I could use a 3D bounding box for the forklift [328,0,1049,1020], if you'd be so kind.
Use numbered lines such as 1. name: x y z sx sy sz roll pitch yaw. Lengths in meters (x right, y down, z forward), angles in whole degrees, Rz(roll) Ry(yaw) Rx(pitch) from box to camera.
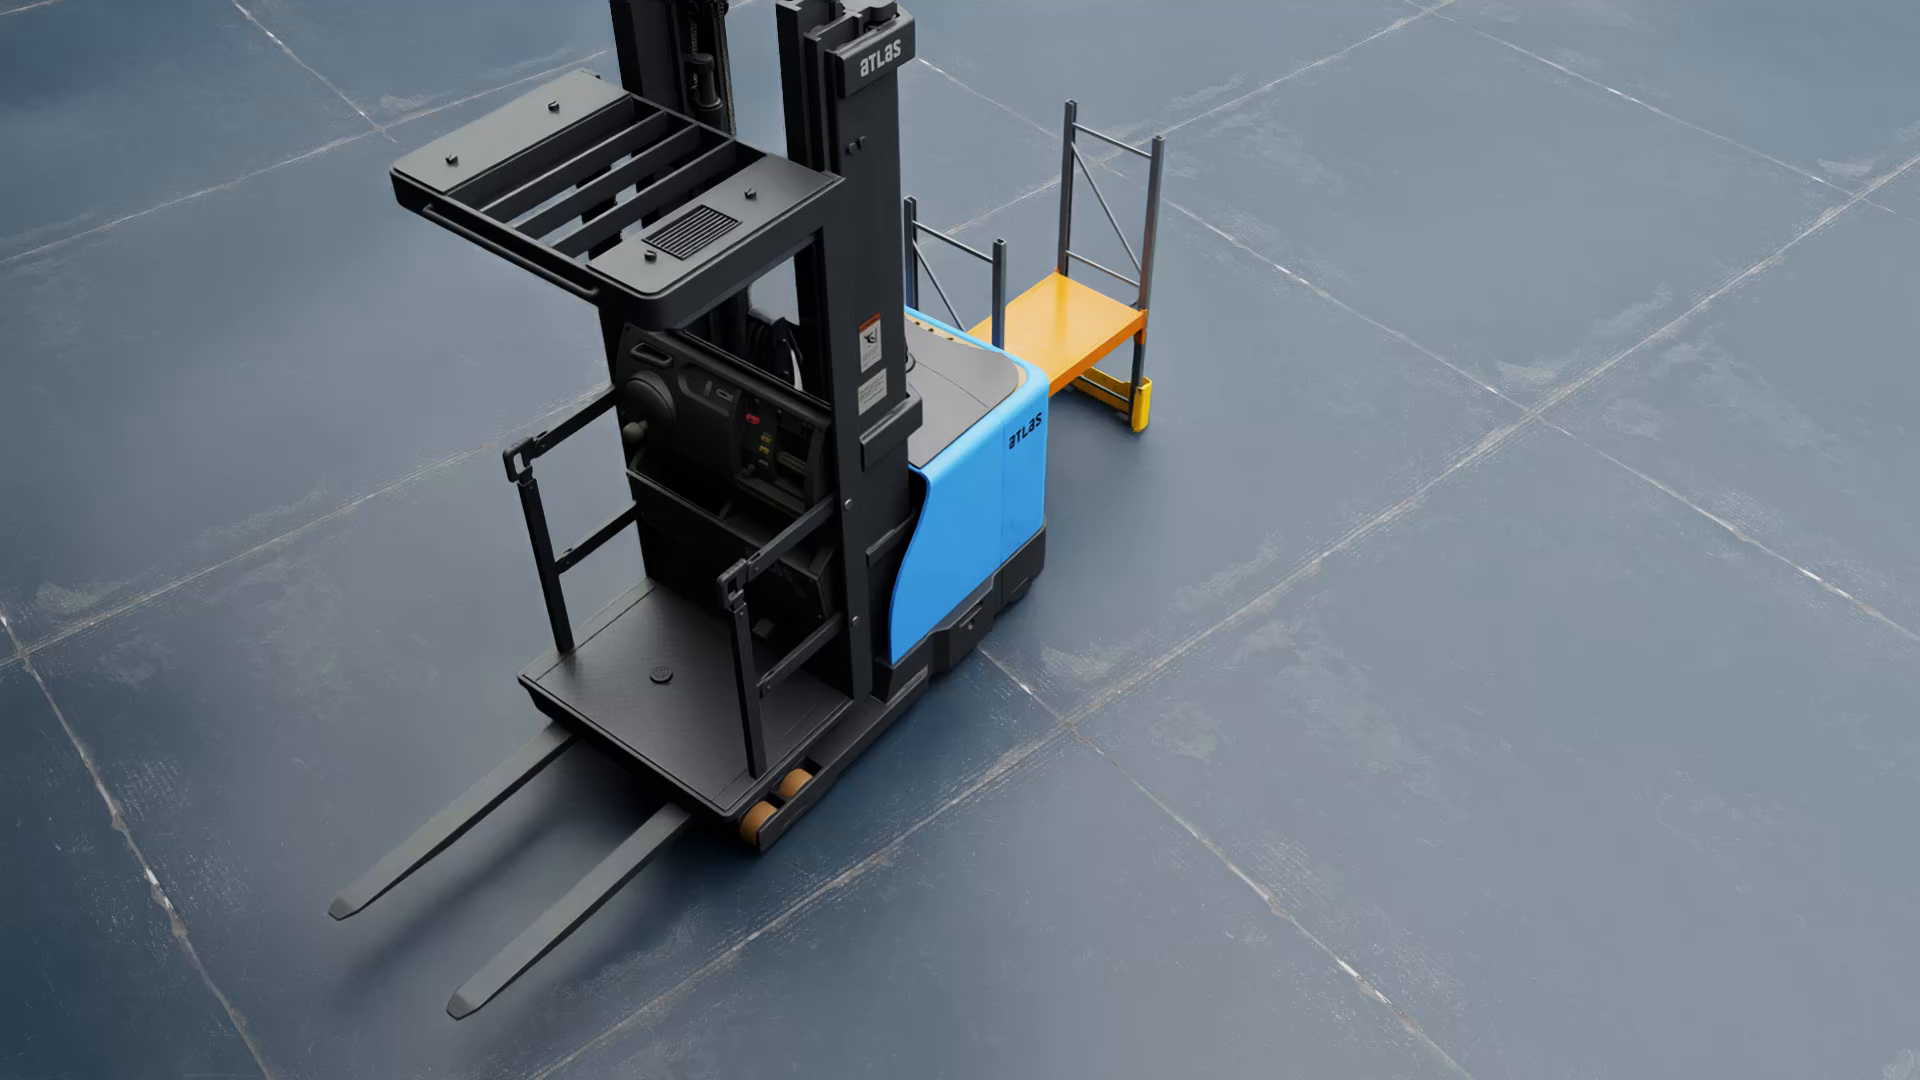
1. forklift: -0.939 -0.336 5.467 1.130 2.935 3.031 28 50 26

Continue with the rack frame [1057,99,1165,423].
1. rack frame: 0.643 -1.205 7.438 0.500 1.500 0.032 31 51 28

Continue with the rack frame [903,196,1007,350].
1. rack frame: -0.022 -0.679 6.877 0.500 1.500 0.032 31 51 28

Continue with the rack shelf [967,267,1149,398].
1. rack shelf: 0.311 -0.811 7.281 0.538 0.185 1.000 31 51 28

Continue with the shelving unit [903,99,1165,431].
1. shelving unit: 0.317 -0.947 7.163 0.587 1.500 1.083 31 51 28

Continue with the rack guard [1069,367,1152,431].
1. rack guard: 0.642 -0.749 7.865 0.587 0.250 0.087 31 51 28
